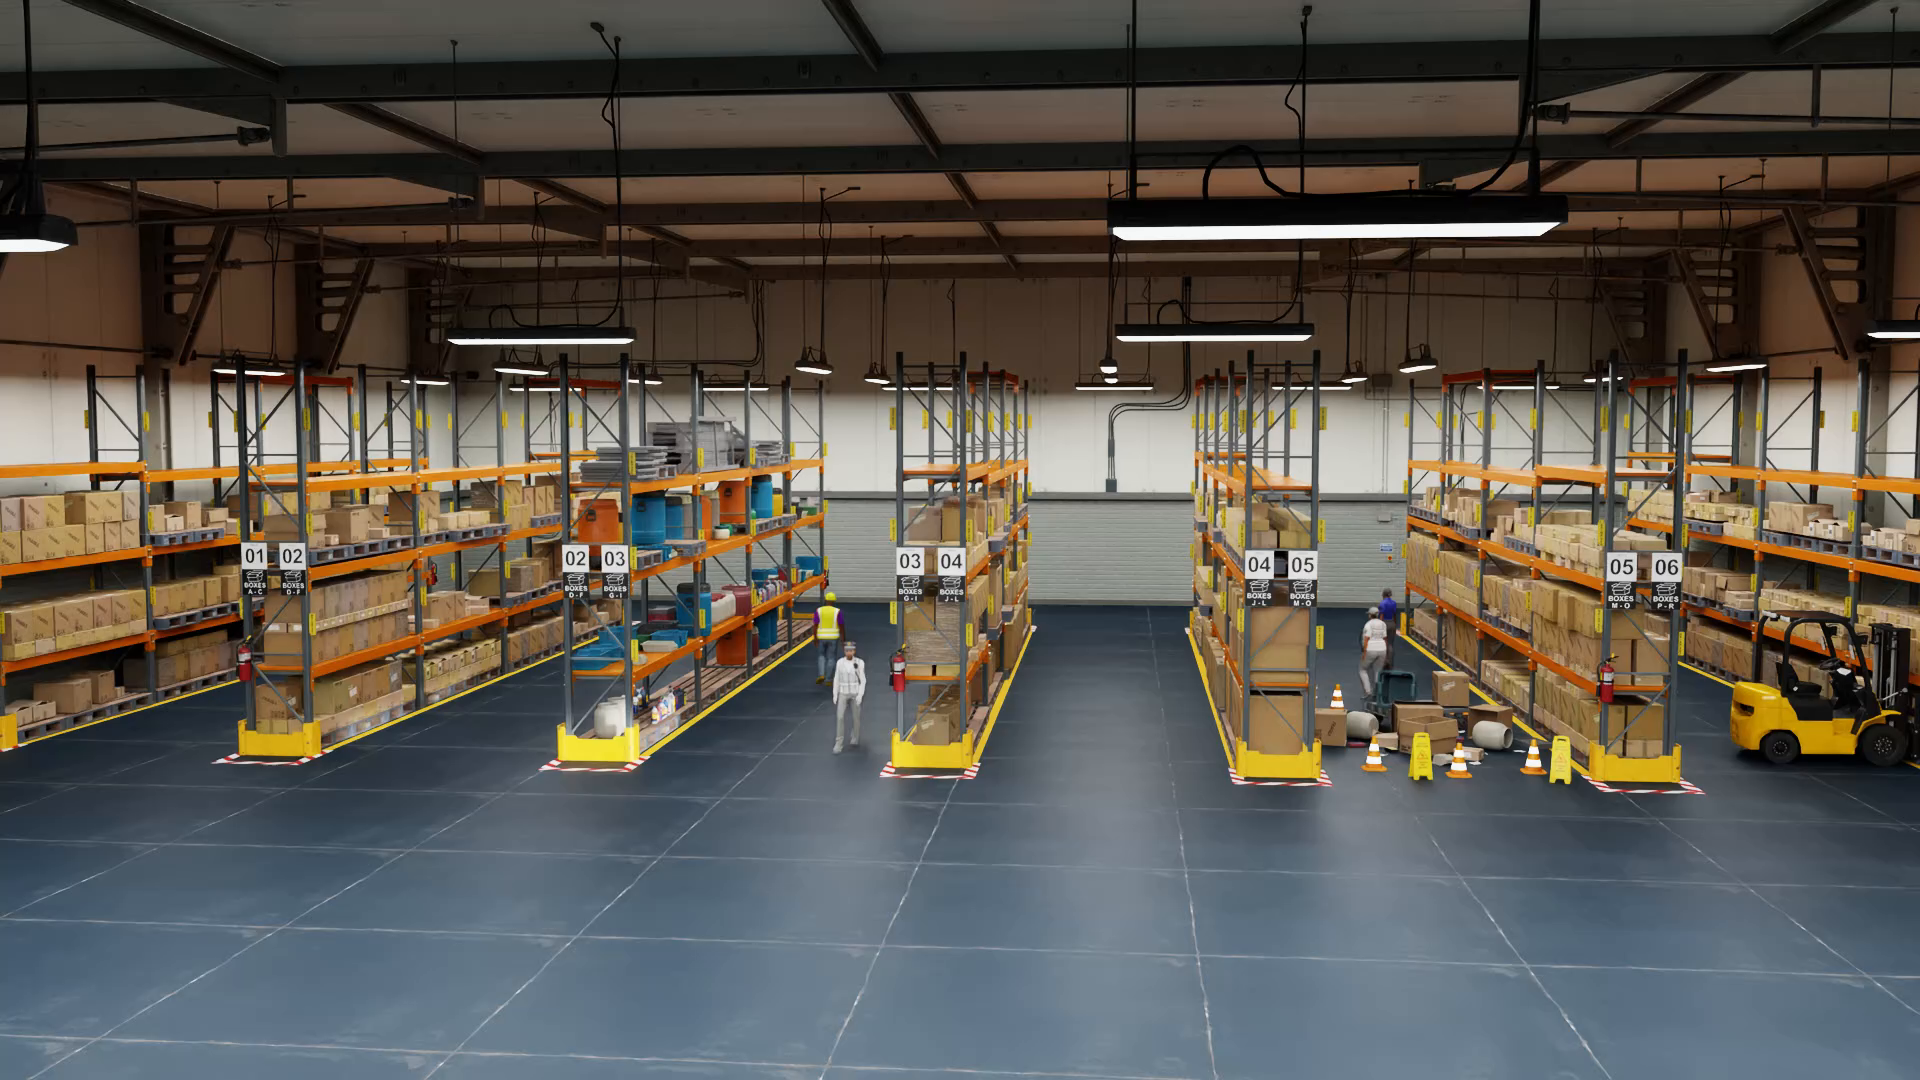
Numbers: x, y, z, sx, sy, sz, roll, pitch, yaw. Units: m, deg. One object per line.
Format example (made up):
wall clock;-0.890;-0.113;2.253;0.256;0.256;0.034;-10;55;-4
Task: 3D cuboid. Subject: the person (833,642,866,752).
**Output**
person;-1.692;2.358;25.389;0.513;1.637;0.880;0;4;-1

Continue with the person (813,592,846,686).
person;-2.469;1.871;31.549;0.588;1.770;0.439;1;4;8

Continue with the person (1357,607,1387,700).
person;7.459;2.064;30.022;0.524;1.710;0.424;-2;4;-21

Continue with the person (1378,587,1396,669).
person;8.626;1.786;33.620;0.503;1.657;0.427;-2;5;-31
